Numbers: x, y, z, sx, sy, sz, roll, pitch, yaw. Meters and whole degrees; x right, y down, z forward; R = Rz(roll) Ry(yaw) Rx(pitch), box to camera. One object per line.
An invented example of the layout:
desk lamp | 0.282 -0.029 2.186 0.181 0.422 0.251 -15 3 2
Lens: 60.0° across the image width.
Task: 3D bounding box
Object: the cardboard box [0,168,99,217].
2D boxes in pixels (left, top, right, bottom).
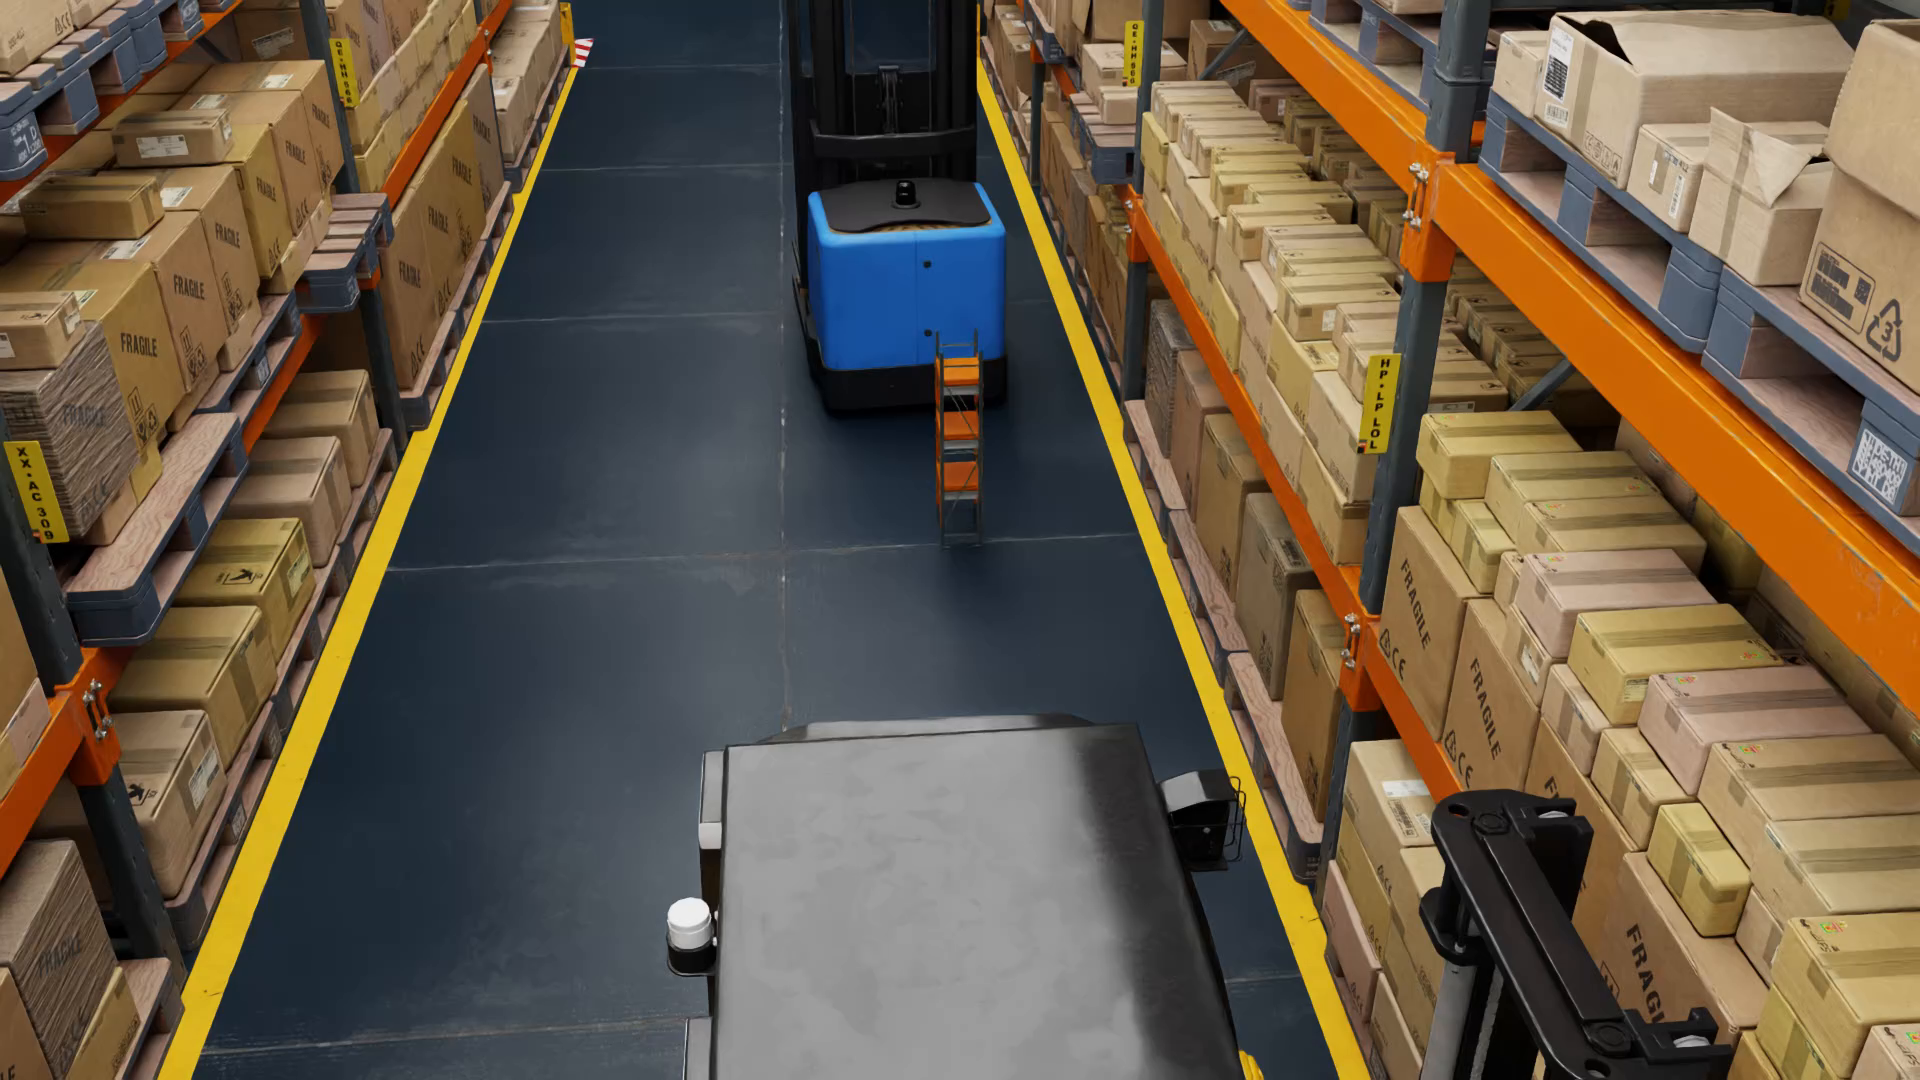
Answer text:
cardboard box | -3.565 -1.091 6.355 0.500 0.500 0.500 -4 31 -6

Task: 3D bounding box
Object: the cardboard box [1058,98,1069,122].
cardboard box | 0.912 -3.108 11.923 0.380 0.149 0.250 -4 31 -6

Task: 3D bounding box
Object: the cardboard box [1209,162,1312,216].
cardboard box | 1.282 -1.499 7.105 0.380 0.149 0.250 -2 31 -4

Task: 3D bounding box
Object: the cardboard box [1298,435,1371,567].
cardboard box | 1.481 -0.152 5.725 0.500 0.250 0.500 -2 31 -3

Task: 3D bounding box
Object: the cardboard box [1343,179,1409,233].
cardboard box | 1.809 -1.395 6.931 0.380 0.149 0.250 -2 31 -3

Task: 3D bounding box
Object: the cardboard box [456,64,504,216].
cardboard box | -3.763 -2.771 11.627 0.875 0.875 0.875 -2 31 -3

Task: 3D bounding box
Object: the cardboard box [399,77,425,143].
cardboard box | -3.431 -2.501 9.658 0.500 0.250 0.500 -2 31 -3

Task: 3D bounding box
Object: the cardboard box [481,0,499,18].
cardboard box | -3.684 -4.111 12.110 0.500 0.500 0.500 -2 31 -3

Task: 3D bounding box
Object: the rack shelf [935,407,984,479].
rack shelf | -0.005 -0.469 8.032 0.215 0.259 0.240 -3 31 -5

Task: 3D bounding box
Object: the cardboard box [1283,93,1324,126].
cardboard box | 1.782 -2.050 8.027 0.380 0.149 0.250 -2 31 -3

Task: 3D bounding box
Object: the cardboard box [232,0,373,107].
cardboard box | -3.330 -2.509 8.453 0.500 0.500 0.500 -4 31 -6

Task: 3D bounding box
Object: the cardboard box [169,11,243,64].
cardboard box | -3.836 -2.497 8.433 0.500 0.500 0.500 -4 31 -6

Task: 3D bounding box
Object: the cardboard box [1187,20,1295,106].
cardboard box | 1.522 -2.507 9.015 0.500 0.500 0.500 -1 31 -2

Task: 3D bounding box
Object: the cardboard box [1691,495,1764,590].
cardboard box | 2.139 -0.007 4.317 0.380 0.149 0.250 -3 31 -5

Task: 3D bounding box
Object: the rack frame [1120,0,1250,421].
rack frame | 1.414 -2.013 8.696 1.000 3.000 0.127 -3 31 -5

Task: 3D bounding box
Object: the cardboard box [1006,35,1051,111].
cardboard box | 0.768 -3.920 13.915 0.700 0.500 0.500 -4 31 -6

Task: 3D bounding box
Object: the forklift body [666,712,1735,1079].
forklift body | 0.168 1.555 3.550 2.313 2.155 1.214 -3 31 -5

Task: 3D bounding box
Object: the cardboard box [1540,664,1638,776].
cardboard box | 1.606 0.410 3.908 0.380 0.149 0.250 -3 31 -5

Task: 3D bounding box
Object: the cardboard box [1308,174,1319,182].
cardboard box | 1.827 -1.431 7.379 0.500 0.250 0.500 -3 31 -5

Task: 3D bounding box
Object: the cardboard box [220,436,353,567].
cardboard box | -3.407 -0.160 7.747 0.950 0.372 0.625 -3 31 -6

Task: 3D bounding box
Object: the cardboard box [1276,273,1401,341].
cardboard box | 1.366 -0.843 6.005 0.380 0.149 0.250 -4 31 -6

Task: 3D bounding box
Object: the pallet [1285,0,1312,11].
pallet | 1.674 -2.307 6.446 1.003 0.211 1.213 -1 31 -2

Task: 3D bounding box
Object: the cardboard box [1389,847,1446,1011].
cardboard box | 1.559 1.123 4.741 0.500 0.250 0.500 -3 31 -5

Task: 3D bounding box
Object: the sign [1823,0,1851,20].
sign | 2.341 -1.542 4.400 0.100 0.325 0.005 -3 31 -5

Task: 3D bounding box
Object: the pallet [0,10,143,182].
pallet | -3.105 -1.259 4.690 1.213 0.211 1.003 -3 31 -5

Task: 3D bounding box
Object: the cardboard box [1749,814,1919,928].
cardboard box | 1.769 0.666 3.189 0.380 0.149 0.250 -2 31 -4

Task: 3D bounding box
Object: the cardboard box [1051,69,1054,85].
cardboard box | 0.870 -3.376 12.082 0.380 0.149 0.250 -3 31 -5

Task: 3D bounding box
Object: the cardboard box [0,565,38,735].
cardboard box | -2.864 0.313 4.413 0.500 0.500 0.500 -4 31 -6

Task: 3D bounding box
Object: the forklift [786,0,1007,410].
forklift | -0.486 -2.730 9.962 1.130 2.935 3.031 -5 31 -8

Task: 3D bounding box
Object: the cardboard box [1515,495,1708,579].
cardboard box | 1.670 0.016 4.279 0.380 0.149 0.250 -3 31 -6

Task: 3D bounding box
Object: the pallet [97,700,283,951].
pallet | -3.228 1.068 6.256 1.003 0.211 1.213 -3 31 -5

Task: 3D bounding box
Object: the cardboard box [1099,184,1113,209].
cardboard box | 1.076 -2.178 10.366 0.380 0.149 0.250 -3 31 -5

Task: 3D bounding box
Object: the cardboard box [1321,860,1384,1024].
cardboard box | 1.504 1.292 5.434 0.500 0.250 0.500 -2 31 -4

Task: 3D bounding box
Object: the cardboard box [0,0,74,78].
cardboard box | -2.809 -1.453 4.568 0.500 0.250 0.500 -4 31 -6

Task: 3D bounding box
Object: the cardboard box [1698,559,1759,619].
cardboard box | 2.148 0.121 4.392 0.380 0.149 0.250 -2 31 -3

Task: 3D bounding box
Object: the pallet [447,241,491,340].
pallet | -3.637 -1.604 10.730 1.003 0.211 1.213 -3 31 -5

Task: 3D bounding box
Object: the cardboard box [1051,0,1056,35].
cardboard box | 0.788 -3.450 10.823 0.396 0.266 0.258 -1 31 -2

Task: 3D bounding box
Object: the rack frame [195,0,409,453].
rack frame | -3.527 -1.774 8.294 1.000 3.000 0.127 -3 31 -5

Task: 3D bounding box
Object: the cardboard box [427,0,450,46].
cardboard box | -3.509 -3.234 10.397 0.500 0.250 0.500 -2 31 -3

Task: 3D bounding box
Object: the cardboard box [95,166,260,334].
cardboard box | -3.050 -1.106 6.379 0.500 0.500 0.500 -4 31 -7

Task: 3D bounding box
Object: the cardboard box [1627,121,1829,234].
cardboard box | 1.600 -0.738 3.374 0.380 0.149 0.250 -2 31 -3

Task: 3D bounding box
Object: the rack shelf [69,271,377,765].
rack shelf | -3.340 -0.444 6.769 1.077 0.370 4.000 -3 31 -5

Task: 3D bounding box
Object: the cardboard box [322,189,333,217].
cardboard box | -3.165 -1.557 7.766 0.380 0.149 0.250 -2 31 -4

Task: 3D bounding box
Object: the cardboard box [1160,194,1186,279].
cardboard box | 1.255 -1.454 7.905 0.500 0.250 0.500 -3 31 -6

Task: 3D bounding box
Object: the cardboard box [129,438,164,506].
cardboard box | -2.905 -0.229 5.544 0.380 0.149 0.250 -2 31 -4

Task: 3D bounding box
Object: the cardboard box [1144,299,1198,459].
cardboard box | 1.459 -0.855 8.663 0.875 0.625 0.625 -2 31 -3

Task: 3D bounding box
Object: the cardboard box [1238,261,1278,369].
cardboard box | 1.391 -0.883 6.463 0.500 0.250 0.500 -2 31 -4

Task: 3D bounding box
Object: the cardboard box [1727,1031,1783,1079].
cardboard box | 1.767 1.263 3.114 0.500 0.500 0.500 -3 31 -6

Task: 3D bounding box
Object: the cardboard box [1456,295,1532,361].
cardboard box | 1.974 -0.749 5.849 0.380 0.149 0.250 -3 31 -5

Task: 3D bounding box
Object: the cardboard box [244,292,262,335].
cardboard box | -3.039 -0.903 6.672 0.380 0.149 0.250 -4 31 -6

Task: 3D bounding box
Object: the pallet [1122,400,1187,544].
pallet | 1.453 -0.394 8.704 1.003 0.211 1.213 -3 31 -5

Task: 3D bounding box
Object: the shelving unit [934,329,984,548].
shelving unit | -0.005 -0.478 8.027 0.215 1.050 0.252 -3 31 -5

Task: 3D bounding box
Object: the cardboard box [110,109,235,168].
cardboard box | -3.093 -1.581 6.543 0.380 0.149 0.250 -4 31 -7

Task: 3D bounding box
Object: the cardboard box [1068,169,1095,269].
cardboard box | 1.006 -2.113 10.891 0.500 0.500 0.500 -4 31 -6

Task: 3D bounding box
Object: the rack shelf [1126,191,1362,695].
rack shelf | 1.601 -0.683 7.171 1.077 0.370 4.000 -3 31 -5

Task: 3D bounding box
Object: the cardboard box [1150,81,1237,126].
cardboard box | 1.151 -2.158 8.208 0.380 0.149 0.250 -2 31 -3

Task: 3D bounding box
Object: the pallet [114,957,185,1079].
pallet | -3.056 1.807 5.019 1.003 0.211 1.213 -3 31 -5
